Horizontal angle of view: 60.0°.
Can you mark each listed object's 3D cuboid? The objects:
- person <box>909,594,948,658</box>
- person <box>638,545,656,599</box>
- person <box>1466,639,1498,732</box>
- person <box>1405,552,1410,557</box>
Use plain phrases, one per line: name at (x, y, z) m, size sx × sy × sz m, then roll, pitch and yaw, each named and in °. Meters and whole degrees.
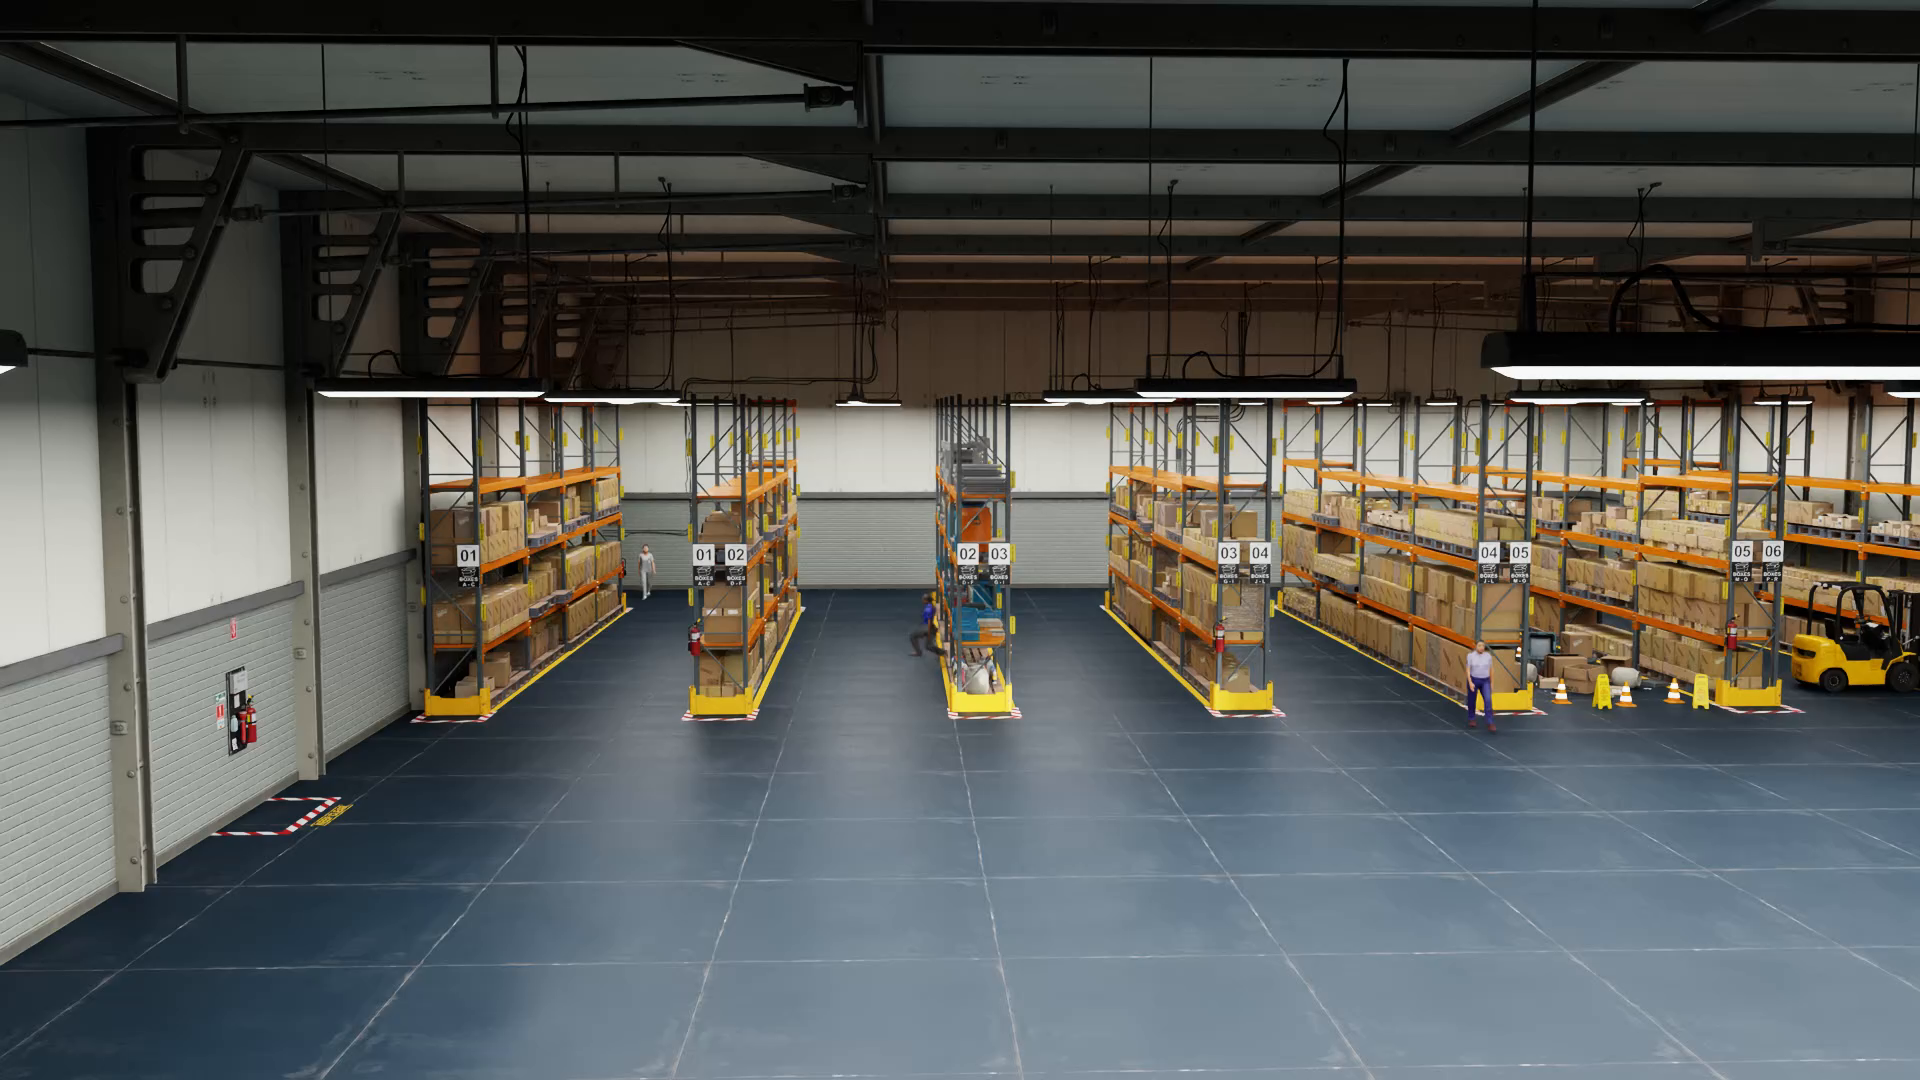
person at (-0.691, 1.881, 36.483) m, size 0.818 × 1.403 × 0.483 m, roll 1°, pitch 5°, yaw 15°
person at (-9.472, 0.943, 50.230) m, size 0.505 × 1.620 × 1.049 m, roll -1°, pitch 5°, yaw -17°
person at (9.284, 2.571, 29.662) m, size 0.514 × 1.589 × 0.922 m, roll 1°, pitch 5°, yaw 9°
person at (12.703, 1.177, 46.804) m, size 1.063 × 1.752 × 0.525 m, roll 3°, pitch 5°, yaw 32°
